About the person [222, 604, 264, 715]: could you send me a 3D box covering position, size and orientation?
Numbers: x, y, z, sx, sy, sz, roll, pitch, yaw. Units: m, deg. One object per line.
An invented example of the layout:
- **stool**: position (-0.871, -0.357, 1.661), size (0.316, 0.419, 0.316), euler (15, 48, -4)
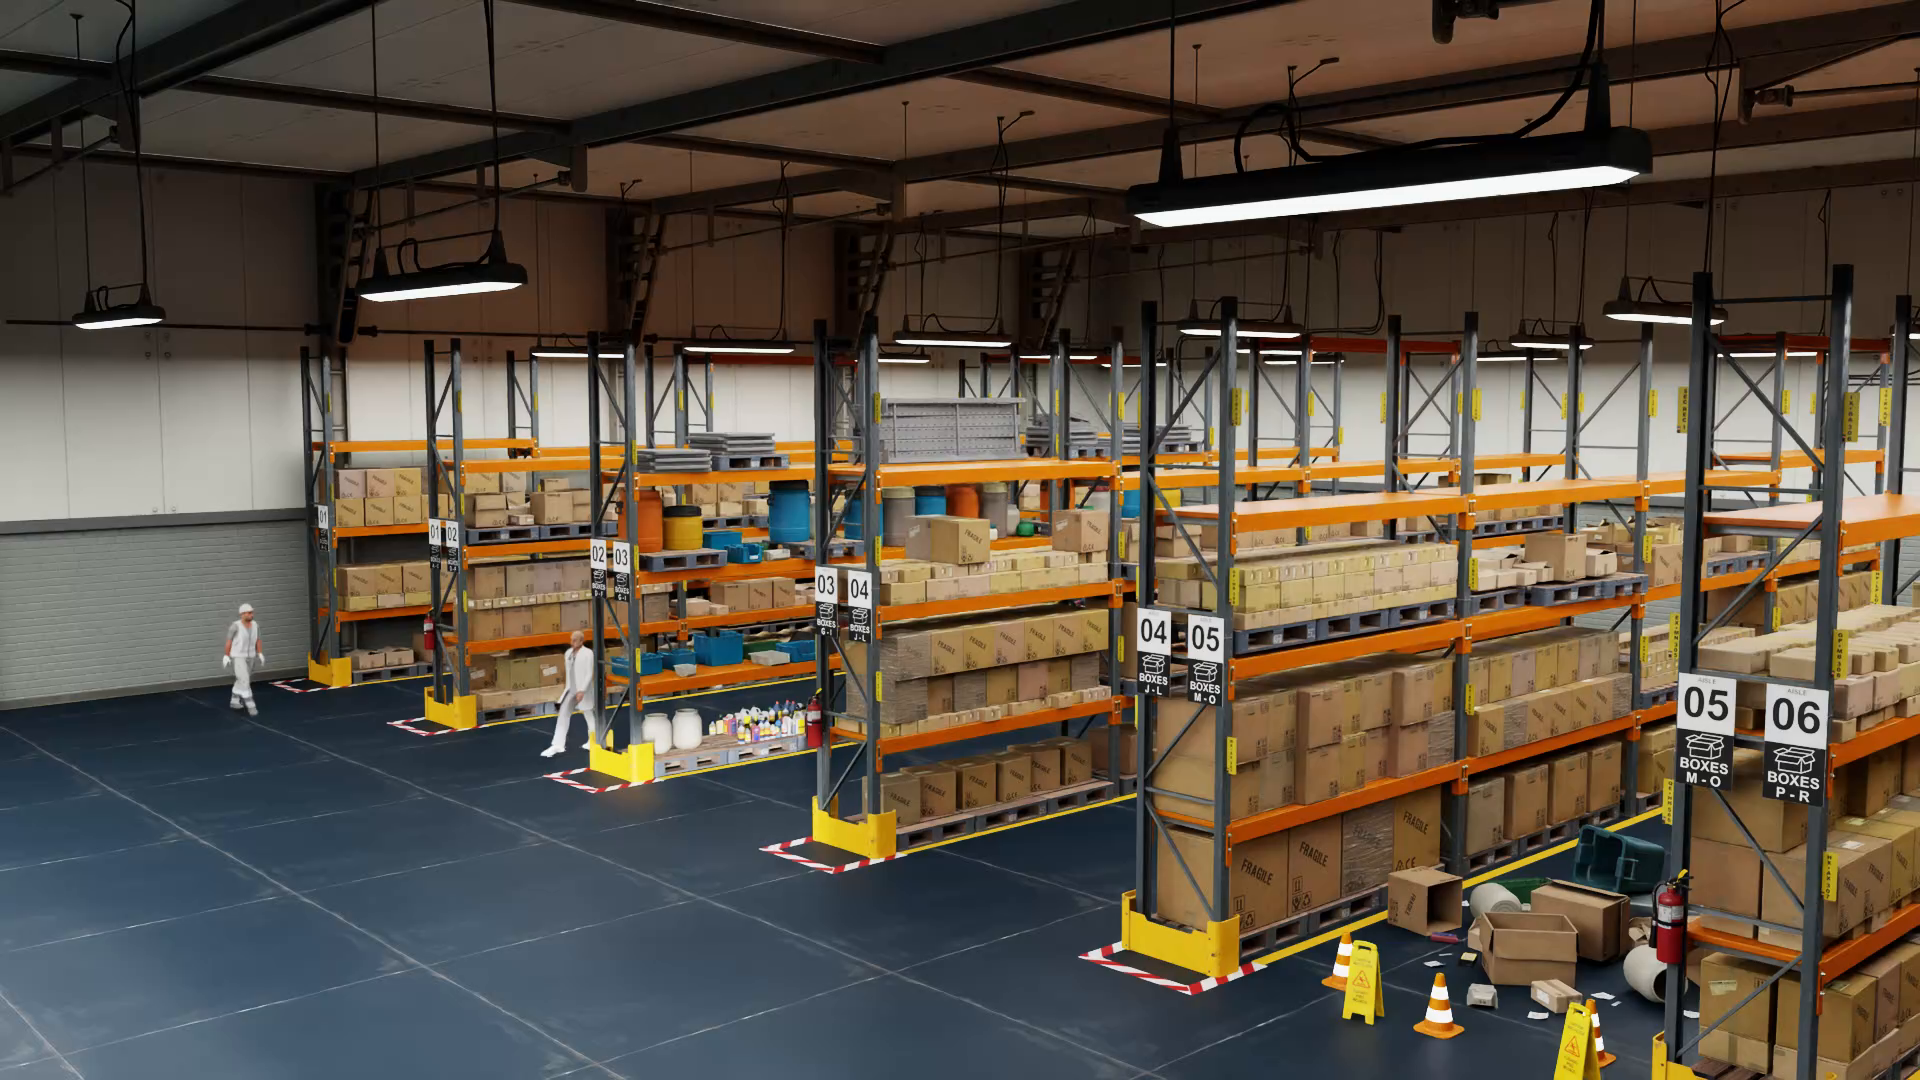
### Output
- **person**: position (-11.571, 1.907, 26.939), size (0.896, 1.753, 0.597), euler (3, 6, 31)

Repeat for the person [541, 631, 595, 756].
- **person**: position (-5.520, 2.177, 23.859), size (0.607, 1.745, 0.962), euler (2, 5, 23)
